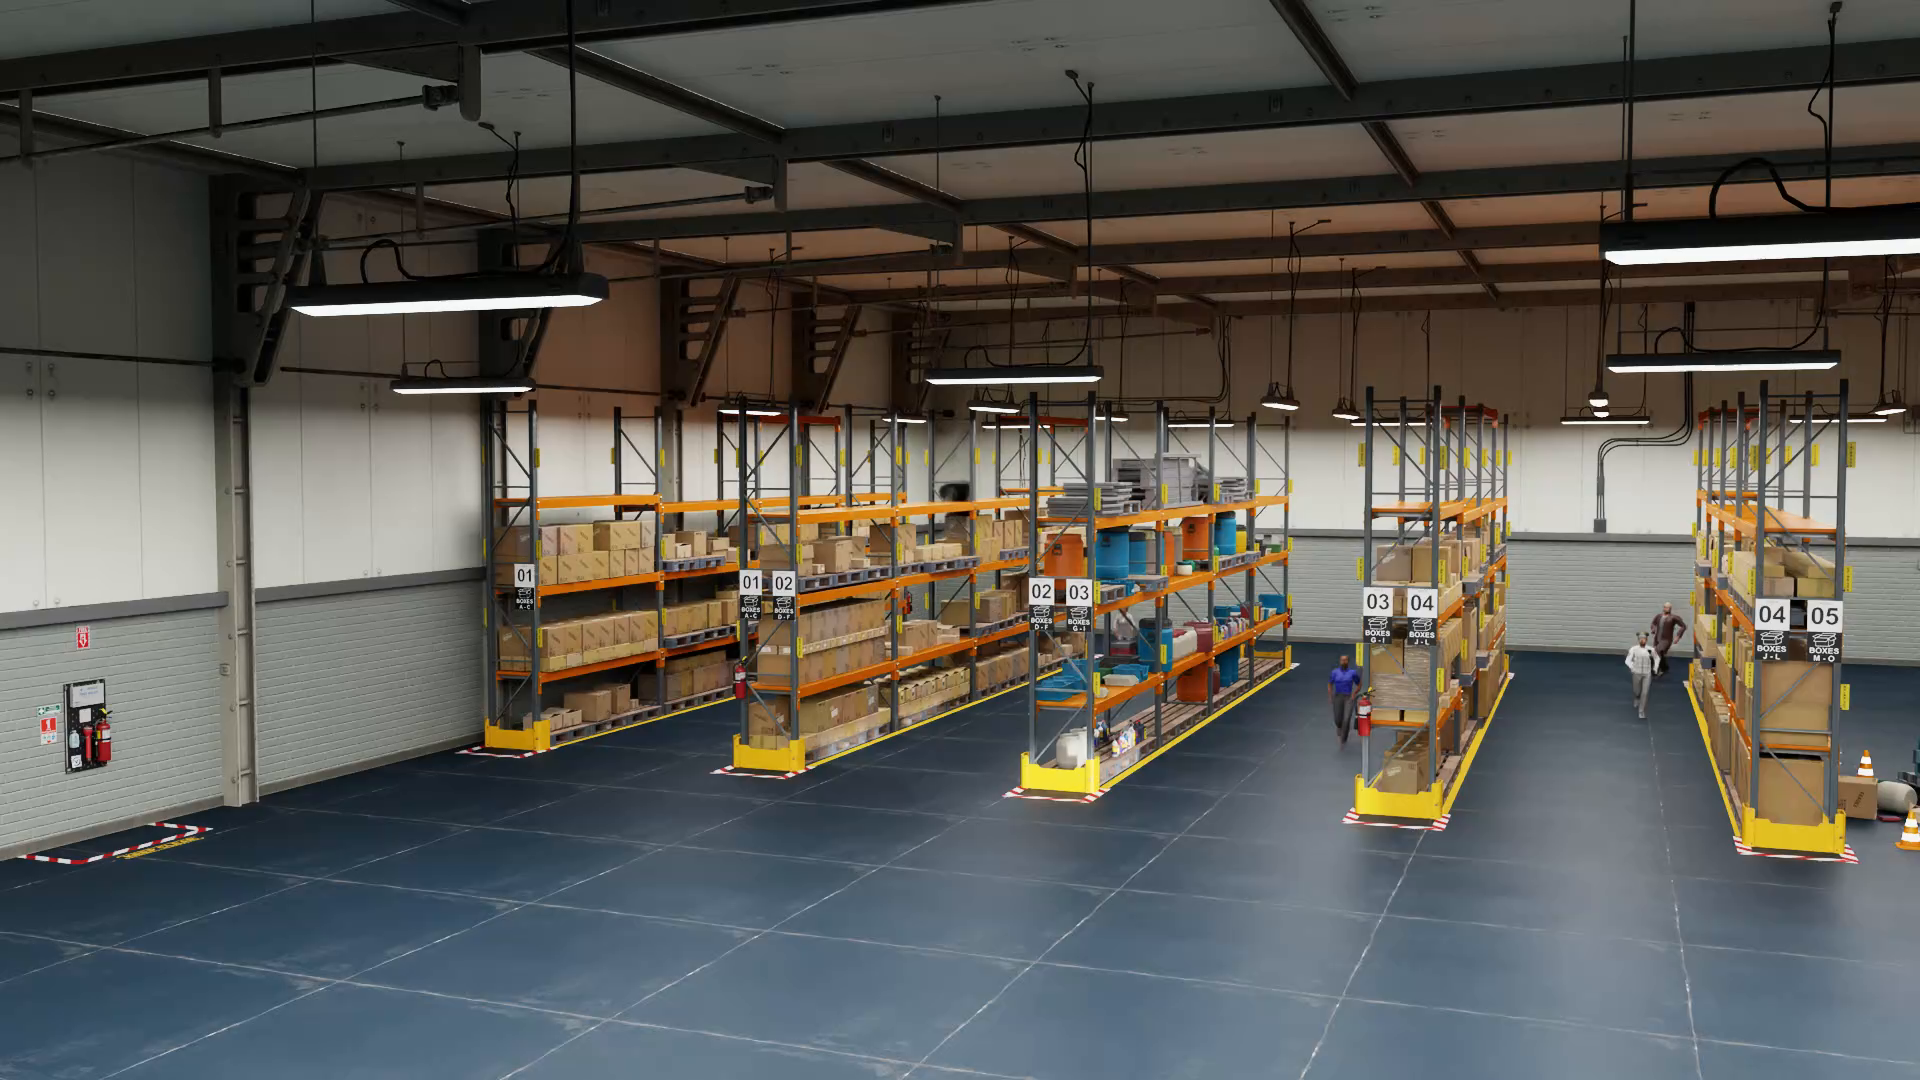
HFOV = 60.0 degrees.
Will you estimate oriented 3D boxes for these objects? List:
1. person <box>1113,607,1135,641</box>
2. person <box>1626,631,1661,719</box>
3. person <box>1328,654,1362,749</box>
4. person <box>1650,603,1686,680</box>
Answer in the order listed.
[{"bbox_3d":[3.897,2.291,39.541,0.524,1.557,0.578,1,3,11],"label":"person"},{"bbox_3d":[13.208,2.589,32.153,0.632,1.661,0.861,1,3,20],"label":"person"},{"bbox_3d":[6.674,2.786,28.865,0.582,1.618,0.578,1,3,18],"label":"person"},{"bbox_3d":[15.737,2.289,37.183,0.962,1.793,0.762,-1,3,-24],"label":"person"}]
